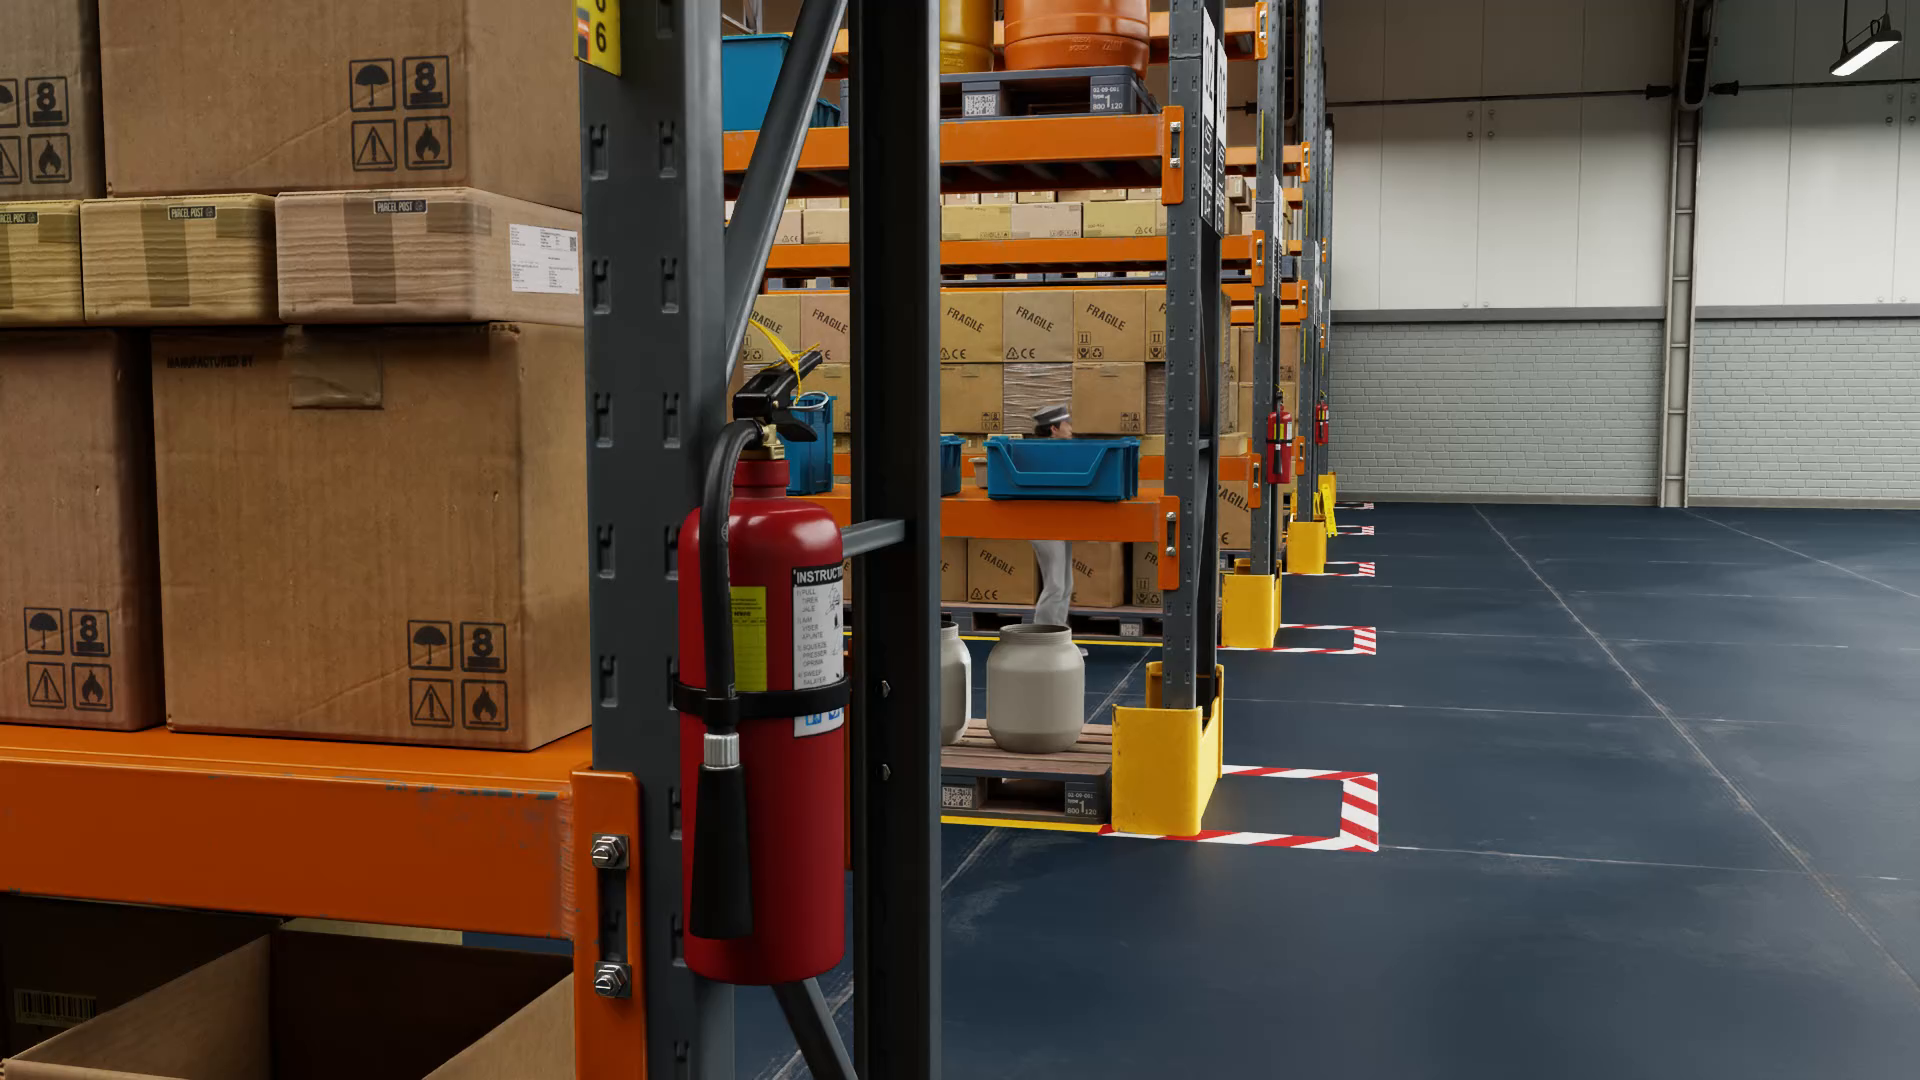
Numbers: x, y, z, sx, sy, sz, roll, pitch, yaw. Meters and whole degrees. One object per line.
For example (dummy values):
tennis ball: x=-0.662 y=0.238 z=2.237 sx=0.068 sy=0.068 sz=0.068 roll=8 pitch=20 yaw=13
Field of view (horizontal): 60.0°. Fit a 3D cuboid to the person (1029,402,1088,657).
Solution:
person: x=0.692 y=-0.058 z=10.868 sx=0.523 sy=1.687 sz=0.416 roll=1 pitch=5 yaw=12
